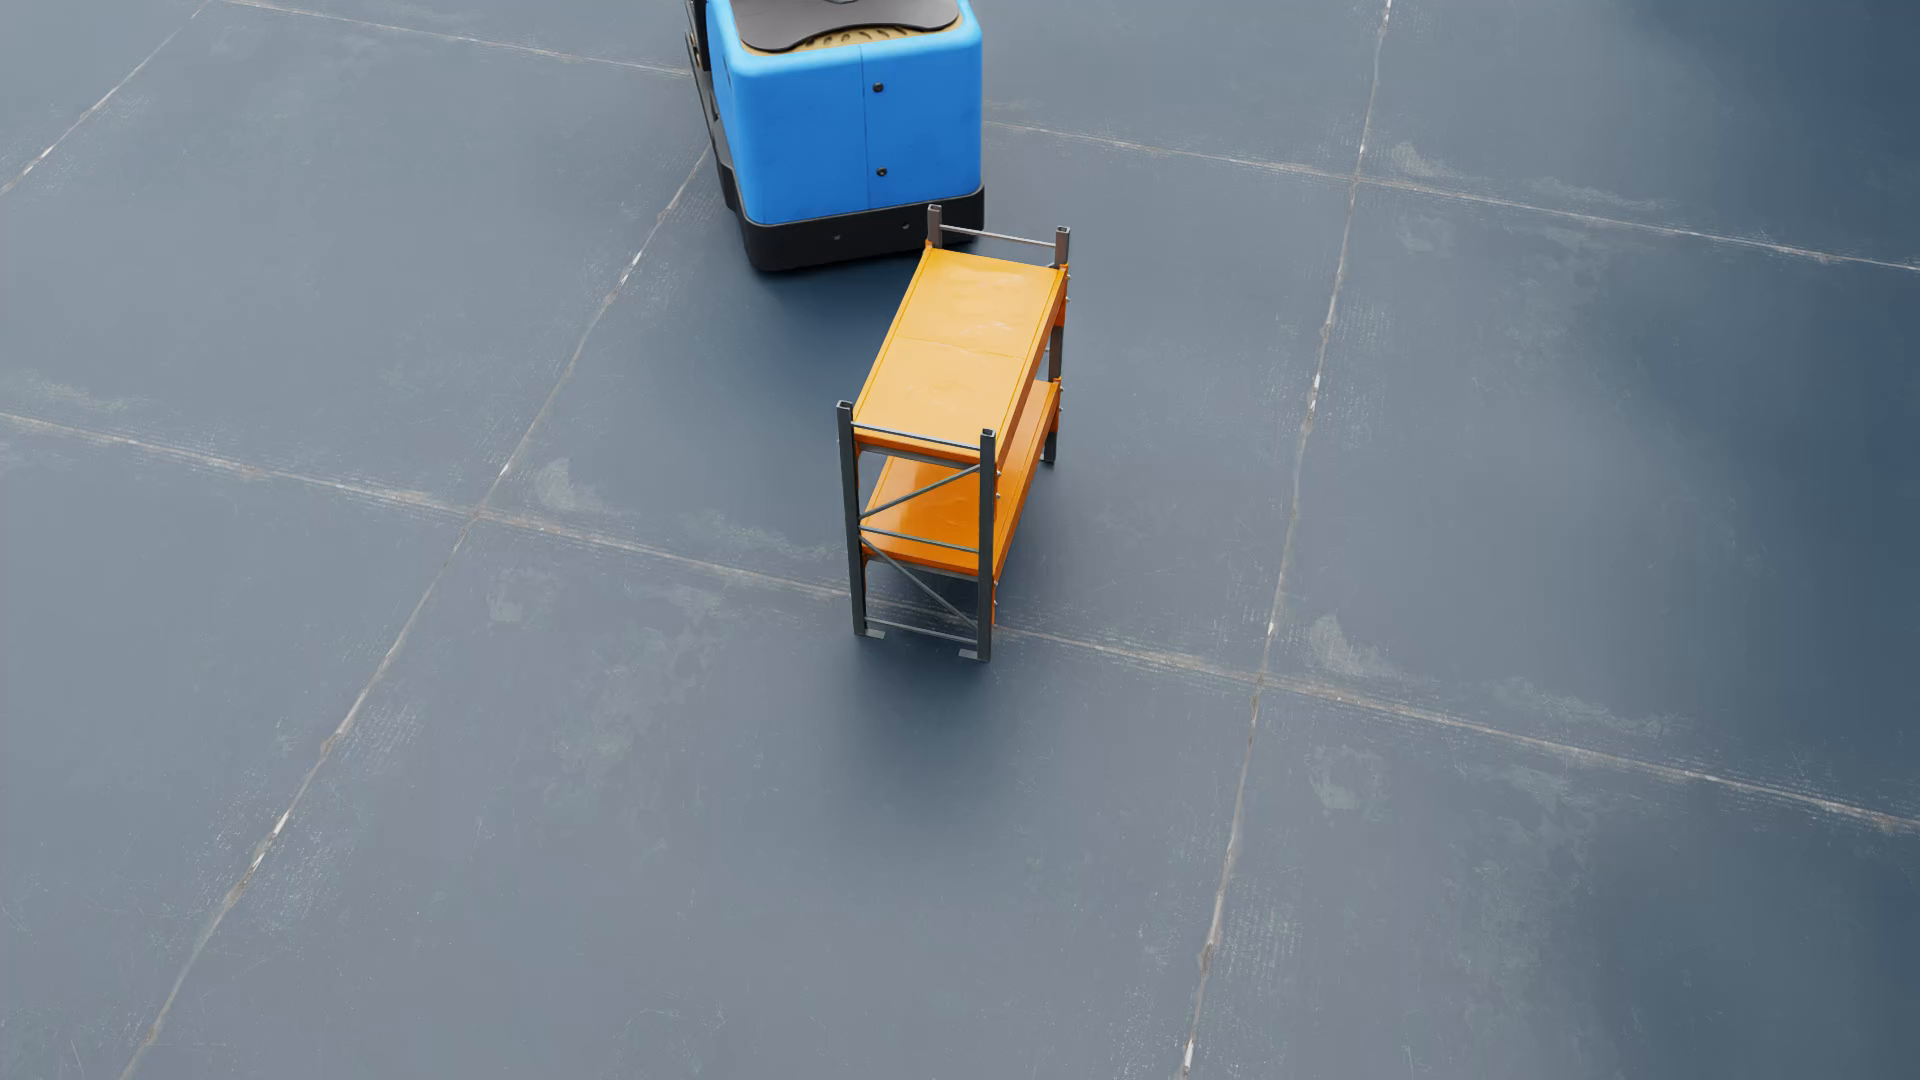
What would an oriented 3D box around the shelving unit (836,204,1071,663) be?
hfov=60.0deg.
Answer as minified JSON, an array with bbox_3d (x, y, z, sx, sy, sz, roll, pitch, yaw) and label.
[{"bbox_3d":[-0.002,-0.367,5.824,0.538,1.125,1.048,12,50,10],"label":"shelving unit"}]

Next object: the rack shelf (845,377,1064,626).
[{"bbox_3d":[-0.002,-0.206,6.007,0.538,0.278,1.000,12,50,10],"label":"rack shelf"}]

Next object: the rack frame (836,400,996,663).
[{"bbox_3d":[-0.136,0.000,5.499,0.500,1.125,0.032,12,50,10],"label":"rack frame"}]

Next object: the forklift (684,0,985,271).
[{"bbox_3d":[-0.747,-3.262,7.174,1.130,2.935,3.031,-11,49,-9],"label":"forklift"}]

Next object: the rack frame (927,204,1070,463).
[{"bbox_3d":[0.132,-0.735,6.148,0.500,1.125,0.032,12,50,10],"label":"rack frame"}]

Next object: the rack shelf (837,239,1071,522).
[{"bbox_3d":[-0.002,-0.561,5.605,0.538,0.278,1.000,12,50,10],"label":"rack shelf"}]
